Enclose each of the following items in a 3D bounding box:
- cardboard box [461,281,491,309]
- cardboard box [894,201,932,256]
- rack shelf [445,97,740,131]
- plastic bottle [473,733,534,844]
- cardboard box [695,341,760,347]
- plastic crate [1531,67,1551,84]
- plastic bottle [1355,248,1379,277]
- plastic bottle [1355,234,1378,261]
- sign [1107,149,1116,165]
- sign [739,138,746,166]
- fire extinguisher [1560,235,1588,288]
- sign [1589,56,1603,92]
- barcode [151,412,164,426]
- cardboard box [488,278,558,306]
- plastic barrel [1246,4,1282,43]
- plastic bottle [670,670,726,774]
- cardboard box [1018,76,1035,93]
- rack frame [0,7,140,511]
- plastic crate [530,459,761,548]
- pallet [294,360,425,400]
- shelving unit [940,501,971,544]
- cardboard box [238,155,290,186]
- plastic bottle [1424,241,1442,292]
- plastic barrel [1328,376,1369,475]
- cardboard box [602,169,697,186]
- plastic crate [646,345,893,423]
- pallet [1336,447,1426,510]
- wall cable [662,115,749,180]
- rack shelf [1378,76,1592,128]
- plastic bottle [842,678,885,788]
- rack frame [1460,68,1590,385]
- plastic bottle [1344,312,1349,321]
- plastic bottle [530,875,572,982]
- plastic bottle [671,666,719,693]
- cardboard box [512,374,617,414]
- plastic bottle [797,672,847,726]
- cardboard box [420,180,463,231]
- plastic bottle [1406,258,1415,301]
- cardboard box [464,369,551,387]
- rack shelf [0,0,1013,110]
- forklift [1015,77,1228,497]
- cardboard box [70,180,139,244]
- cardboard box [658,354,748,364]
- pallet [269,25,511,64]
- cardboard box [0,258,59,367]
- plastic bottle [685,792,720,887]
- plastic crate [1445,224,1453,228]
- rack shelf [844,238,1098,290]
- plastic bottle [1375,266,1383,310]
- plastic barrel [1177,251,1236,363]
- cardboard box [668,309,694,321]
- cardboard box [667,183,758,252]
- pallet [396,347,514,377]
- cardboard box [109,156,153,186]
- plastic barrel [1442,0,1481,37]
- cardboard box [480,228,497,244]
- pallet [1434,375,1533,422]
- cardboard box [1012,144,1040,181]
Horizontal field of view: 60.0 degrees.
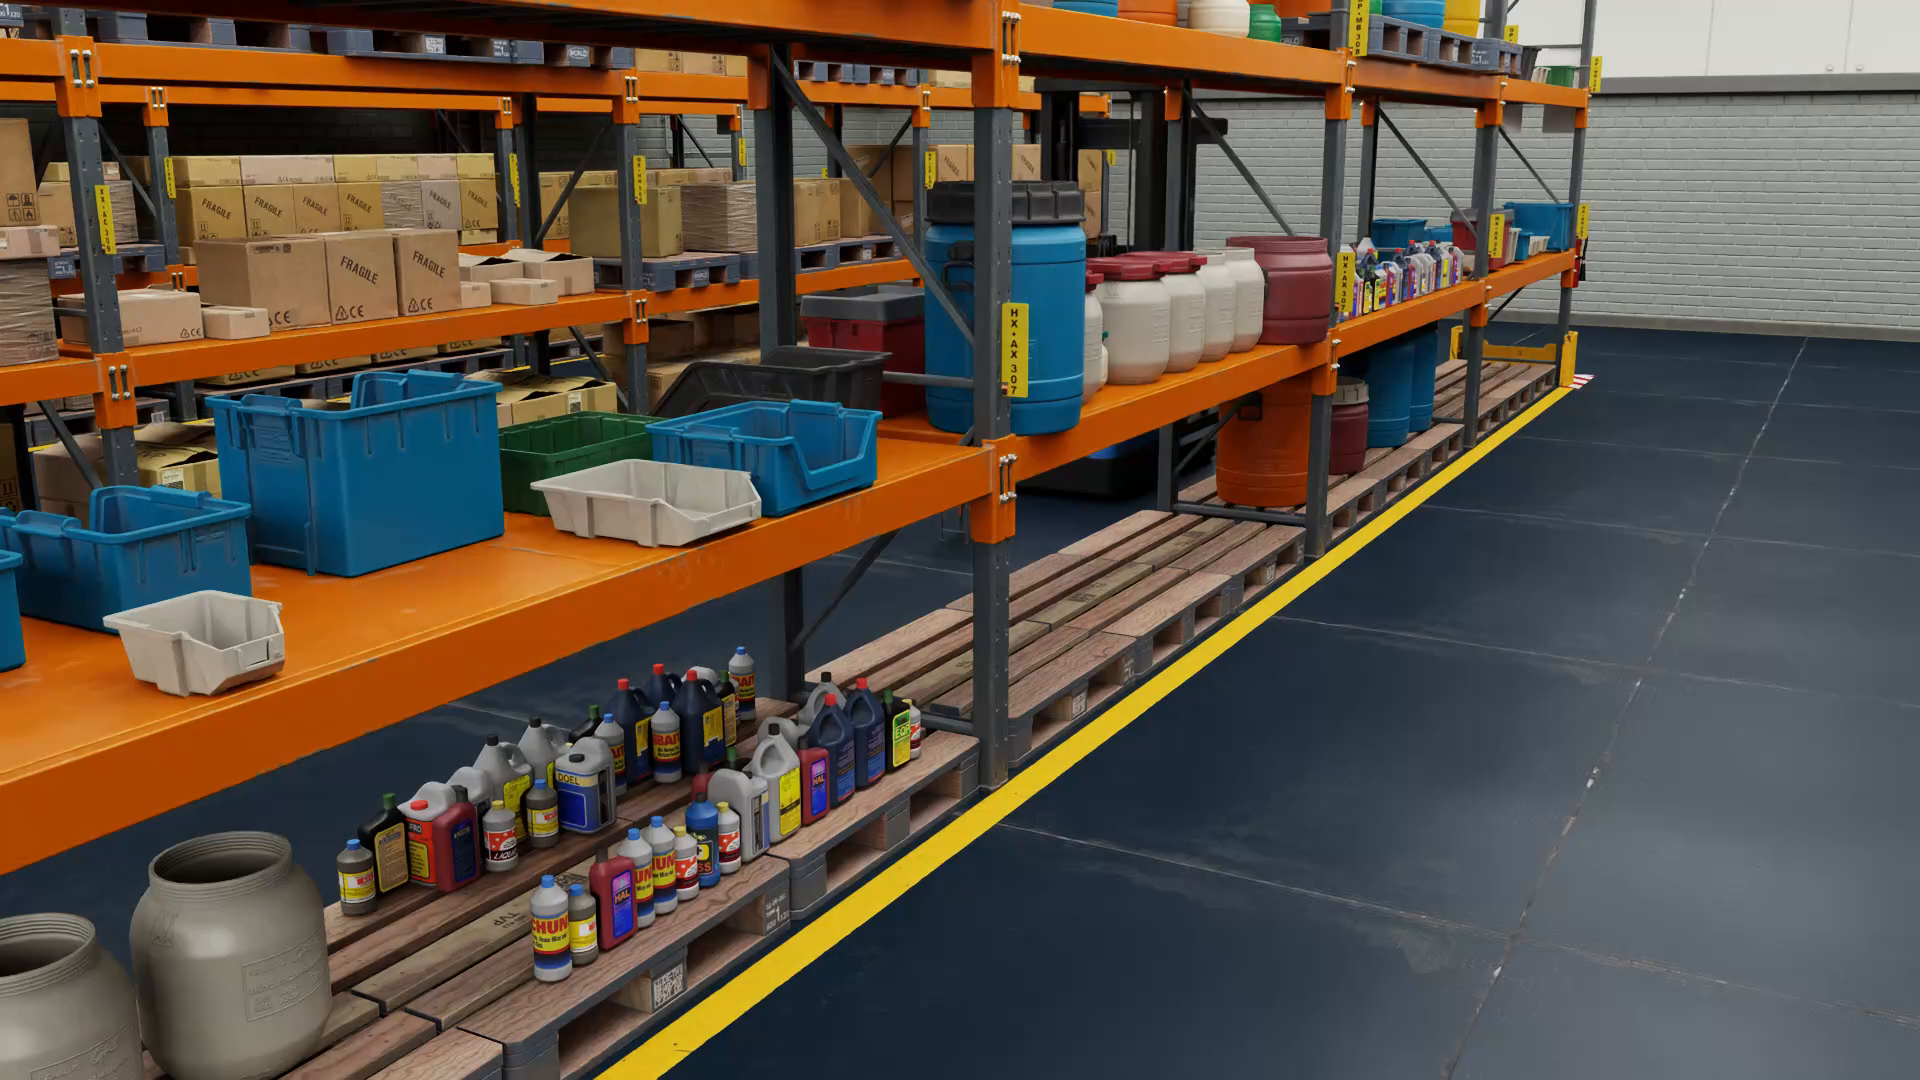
[{"bbox_3d":[-3.253,-1.583,10.735,0.380,0.149,0.250,9,16,32],"label":"cardboard box"},{"bbox_3d":[-0.267,-2.916,15.516,0.500,0.500,0.500,8,16,30],"label":"cardboard box"},{"bbox_3d":[-4.123,-4.873,18.981,1.077,0.370,4.000,7,15,28],"label":"rack shelf"},{"bbox_3d":[-1.425,0.766,5.169,0.144,0.351,0.185,8,16,30],"label":"plastic bottle"},{"bbox_3d":[-1.940,-1.405,13.855,0.500,0.500,0.500,7,15,26],"label":"cardboard box"},{"bbox_3d":[4.734,-3.930,14.099,0.437,0.136,0.530,7,15,28],"label":"plastic crate"},{"bbox_3d":[2.694,-1.746,10.980,0.144,0.351,0.185,7,15,28],"label":"plastic bottle"},{"bbox_3d":[3.109,-2.164,12.715,0.144,0.351,0.185,7,15,28],"label":"plastic bottle"},{"bbox_3d":[1.658,-4.264,18.175,0.100,0.325,0.005,7,15,28],"label":"sign"},{"bbox_3d":[-2.688,-4.789,20.520,0.100,0.325,0.005,7,15,28],"label":"sign"},{"bbox_3d":[5.987,-2.813,16.262,0.296,0.674,0.183,7,15,28],"label":"fire extinguisher"},{"bbox_3d":[6.005,-4.401,15.711,0.100,0.325,0.005,7,15,28],"label":"sign"},{"bbox_3d":[-4.132,-0.623,8.564,0.001,0.075,0.075,7,15,28],"label":"barcode"},{"bbox_3d":[-2.879,-1.635,10.952,0.380,0.149,0.250,7,15,28],"label":"cardboard box"},{"bbox_3d":[1.574,-2.737,8.919,0.294,0.245,0.294,0,14,0],"label":"plastic barrel"},{"bbox_3d":[-0.912,0.618,5.782,0.144,0.351,0.185,7,15,28],"label":"plastic bottle"},{"bbox_3d":[0.427,-4.558,16.461,0.500,0.250,0.500,7,15,28],"label":"cardboard box"},{"bbox_3d":[-4.619,-1.152,8.414,1.000,3.000,0.127,7,15,28],"label":"rack frame"},{"bbox_3d":[-0.848,-0.100,4.613,0.530,0.136,0.437,7,15,28],"label":"plastic crate"},{"bbox_3d":[-5.986,-1.581,16.139,1.003,0.211,1.213,7,15,28],"label":"pallet"},{"bbox_3d":[0.026,-0.521,9.956,0.215,1.050,0.252,7,15,28],"label":"shelving unit"},{"bbox_3d":[-6.320,-3.275,14.729,0.500,0.250,0.500,7,15,27],"label":"cardboard box"},{"bbox_3d":[3.335,-1.944,11.803,0.144,0.351,0.185,7,15,28],"label":"plastic bottle"},{"bbox_3d":[2.416,-0.777,11.105,0.600,0.588,0.708,7,15,28],"label":"plastic barrel"},{"bbox_3d":[-3.736,-4.064,19.852,0.980,0.700,0.700,7,15,28],"label":"cardboard box"},{"bbox_3d":[-0.650,-0.467,5.704,0.767,0.338,0.504,7,15,28],"label":"plastic crate"},{"bbox_3d":[2.584,-0.471,11.538,1.003,0.211,1.213,7,15,28],"label":"pallet"},{"bbox_3d":[-3.366,-5.039,22.366,0.084,1.984,1.851,7,15,28],"label":"wall cable"},{"bbox_3d":[4.549,-3.751,14.325,1.077,0.370,4.000,7,15,28],"label":"rack shelf"},{"bbox_3d":[-0.344,0.648,5.658,0.144,0.351,0.185,7,15,27],"label":"plastic bottle"},{"bbox_3d":[5.516,-3.052,16.295,1.000,3.000,0.127,7,15,28],"label":"rack frame"},{"bbox_3d":[2.268,-1.407,9.895,0.097,0.201,0.097,0,14,0],"label":"plastic bottle"},{"bbox_3d":[-1.070,1.006,4.343,0.097,0.271,0.097,0,14,0],"label":"plastic bottle"},{"bbox_3d":[-0.955,0.605,5.997,0.152,0.276,0.135,8,16,30],"label":"plastic bottle"},{"bbox_3d":[-2.723,-0.978,11.463,0.500,0.311,0.500,8,16,30],"label":"cardboard box"},{"bbox_3d":[-0.470,0.632,5.726,0.144,0.351,0.185,7,15,28],"label":"plastic bottle"},{"bbox_3d":[-5.331,-3.328,16.547,0.500,0.500,0.500,8,15,28],"label":"cardboard box"},{"bbox_3d":[3.005,-1.751,11.147,0.061,0.283,0.133,7,15,28],"label":"plastic bottle"},{"bbox_3d":[-3.196,-1.039,11.717,0.500,0.311,0.500,8,16,30],"label":"cardboard box"},{"bbox_3d":[-1.252,-1.289,4.113,1.077,0.370,4.000,7,15,28],"label":"rack shelf"},{"bbox_3d":[1.258,-2.015,12.137,1.130,2.935,3.031,7,15,27],"label":"forklift"},{"bbox_3d":[-7.242,-2.698,13.675,0.700,0.500,0.500,5,15,21],"label":"cardboard box"},{"bbox_3d":[-1.967,-1.141,12.760,0.500,0.500,0.500,7,15,26],"label":"cardboard box"},{"bbox_3d":[-3.474,-2.960,9.916,1.003,0.211,1.213,8,16,31],"label":"pallet"},{"bbox_3d":[-4.828,-1.109,8.021,0.700,0.500,0.500,7,15,27],"label":"cardboard box"},{"bbox_3d":[-0.758,0.874,4.892,0.097,0.271,0.097,0,14,0],"label":"plastic bottle"},{"bbox_3d":[4.790,-2.852,15.692,0.416,0.233,0.300,7,15,28],"label":"plastic crate"},{"bbox_3d":[0.215,-2.854,17.008,1.077,0.370,4.000,7,15,28],"label":"rack shelf"},{"bbox_3d":[2.620,-1.591,10.507,0.097,0.271,0.097,0,14,0],"label":"plastic bottle"},{"bbox_3d":[1.135,-1.144,8.139,0.421,0.512,0.421,0,14,0],"label":"plastic barrel"},{"bbox_3d":[-3.649,-2.906,20.126,0.700,0.500,0.500,7,15,28],"label":"cardboard box"},{"bbox_3d":[-1.871,-2.534,13.034,0.700,0.500,0.500,11,17,38],"label":"cardboard box"},{"bbox_3d":[-5.397,-1.832,17.181,1.003,0.211,1.213,7,15,28],"label":"pallet"},{"bbox_3d":[-7.032,-3.223,14.513,0.500,0.250,0.500,8,16,30],"label":"cardboard box"},{"bbox_3d":[3.319,-3.775,11.596,0.600,0.588,0.600,0,14,0],"label":"plastic barrel"},{"bbox_3d":[-5.006,-3.140,17.153,0.380,0.149,0.250,8,15,29],"label":"cardboard box"},{"bbox_3d":[4.492,-1.283,14.904,1.003,0.211,1.213,7,15,28],"label":"pallet"},{"bbox_3d":[0.469,-3.711,16.678,0.500,0.500,0.500,8,16,30],"label":"cardboard box"}]
